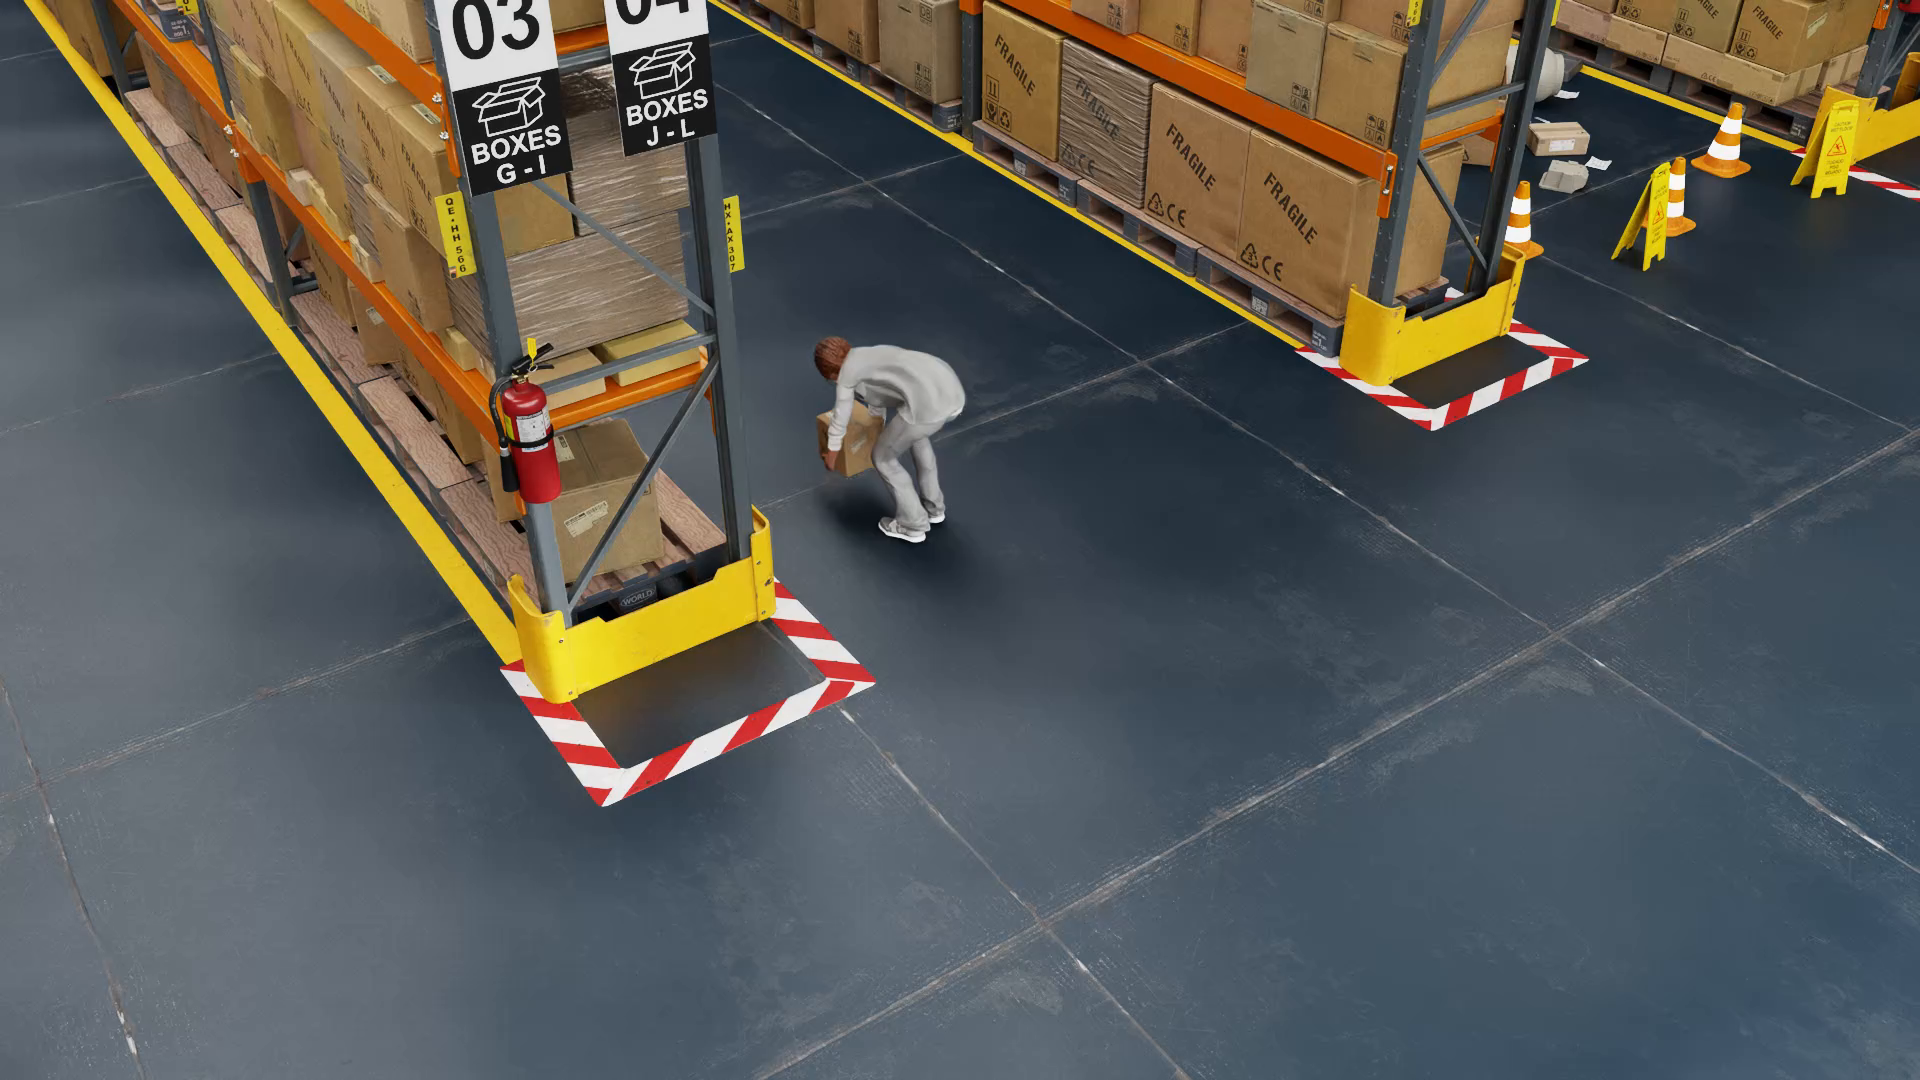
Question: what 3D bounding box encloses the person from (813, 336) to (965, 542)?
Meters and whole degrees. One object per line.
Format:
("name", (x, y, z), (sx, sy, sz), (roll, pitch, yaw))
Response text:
("person", (-0.371, -0.532, 8.233), (0.871, 0.979, 0.398), (24, 43, 28))
